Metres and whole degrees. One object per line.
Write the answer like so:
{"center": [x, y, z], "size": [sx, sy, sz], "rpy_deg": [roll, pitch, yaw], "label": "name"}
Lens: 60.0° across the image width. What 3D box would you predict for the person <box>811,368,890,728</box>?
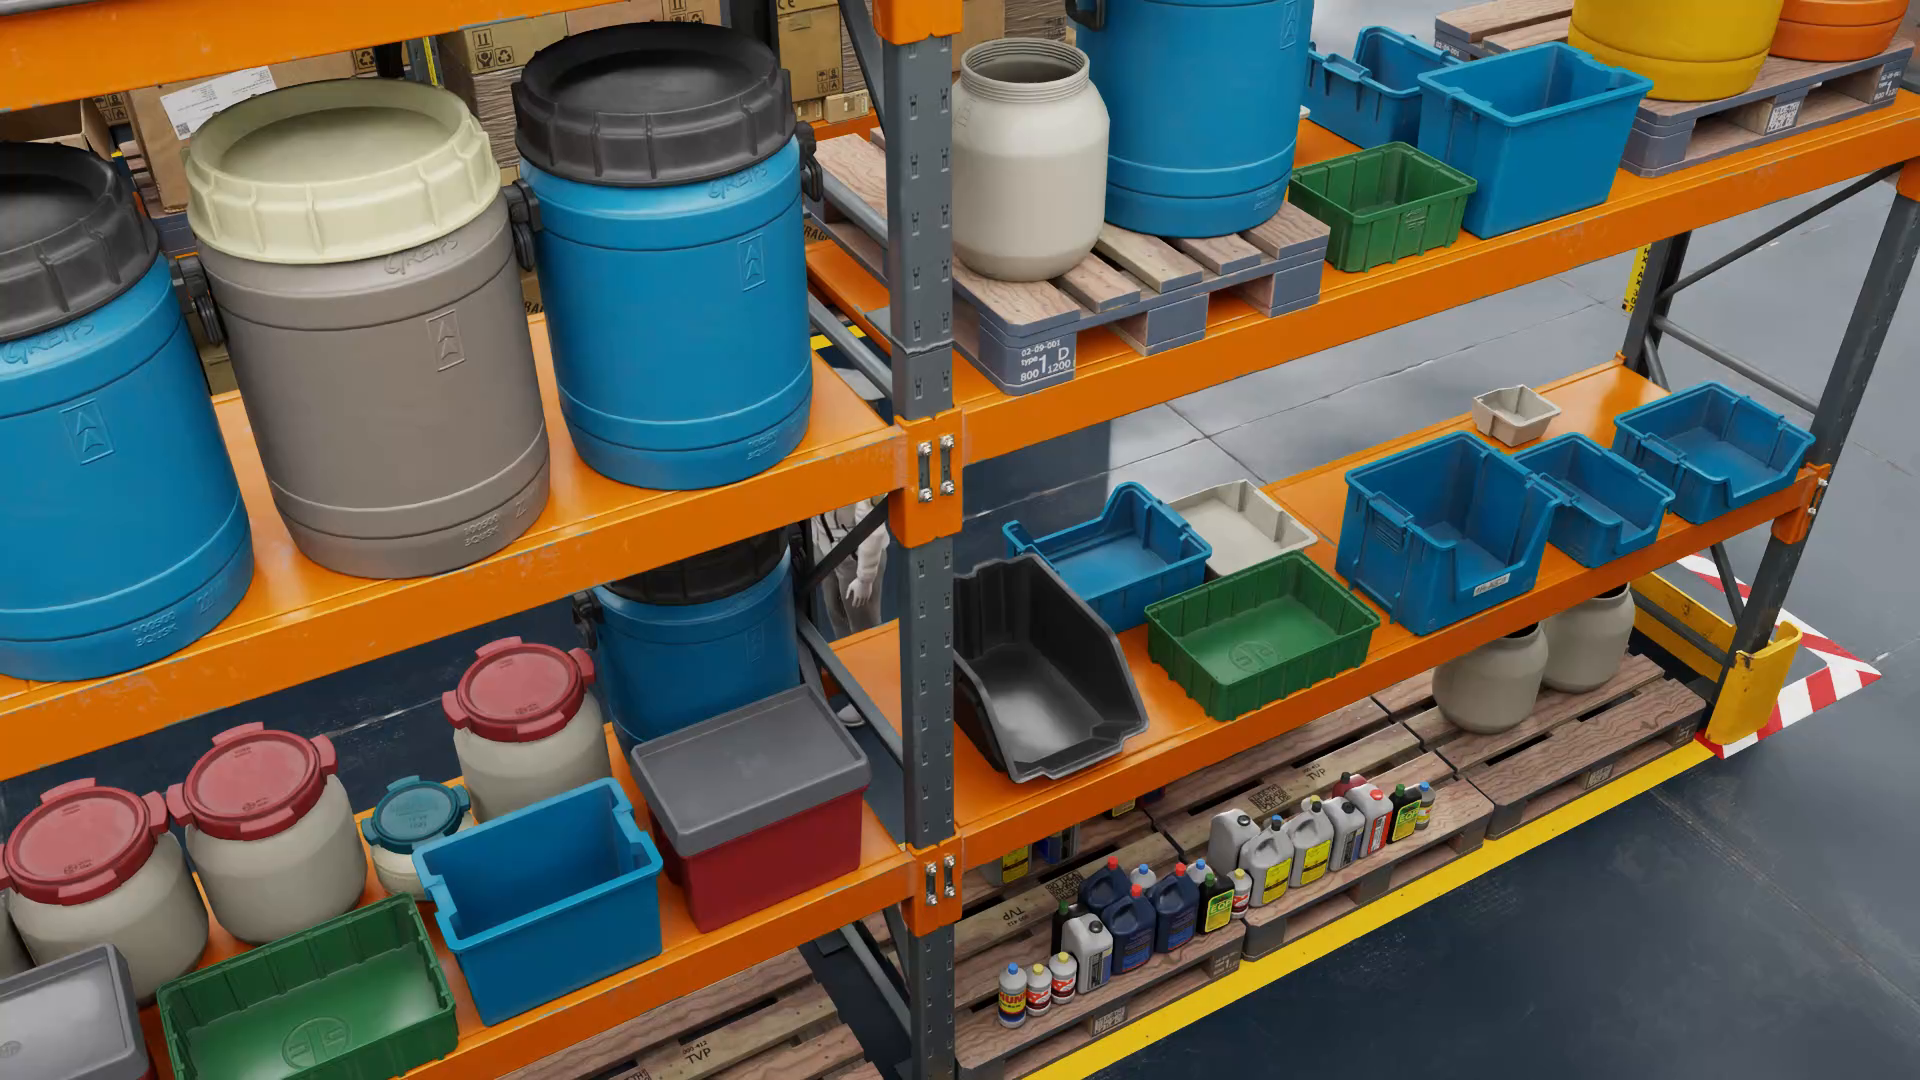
{"center": [-0.457, 0.045, 6.851], "size": [0.348, 1.687, 0.473], "rpy_deg": [-19, 41, -23], "label": "person"}
